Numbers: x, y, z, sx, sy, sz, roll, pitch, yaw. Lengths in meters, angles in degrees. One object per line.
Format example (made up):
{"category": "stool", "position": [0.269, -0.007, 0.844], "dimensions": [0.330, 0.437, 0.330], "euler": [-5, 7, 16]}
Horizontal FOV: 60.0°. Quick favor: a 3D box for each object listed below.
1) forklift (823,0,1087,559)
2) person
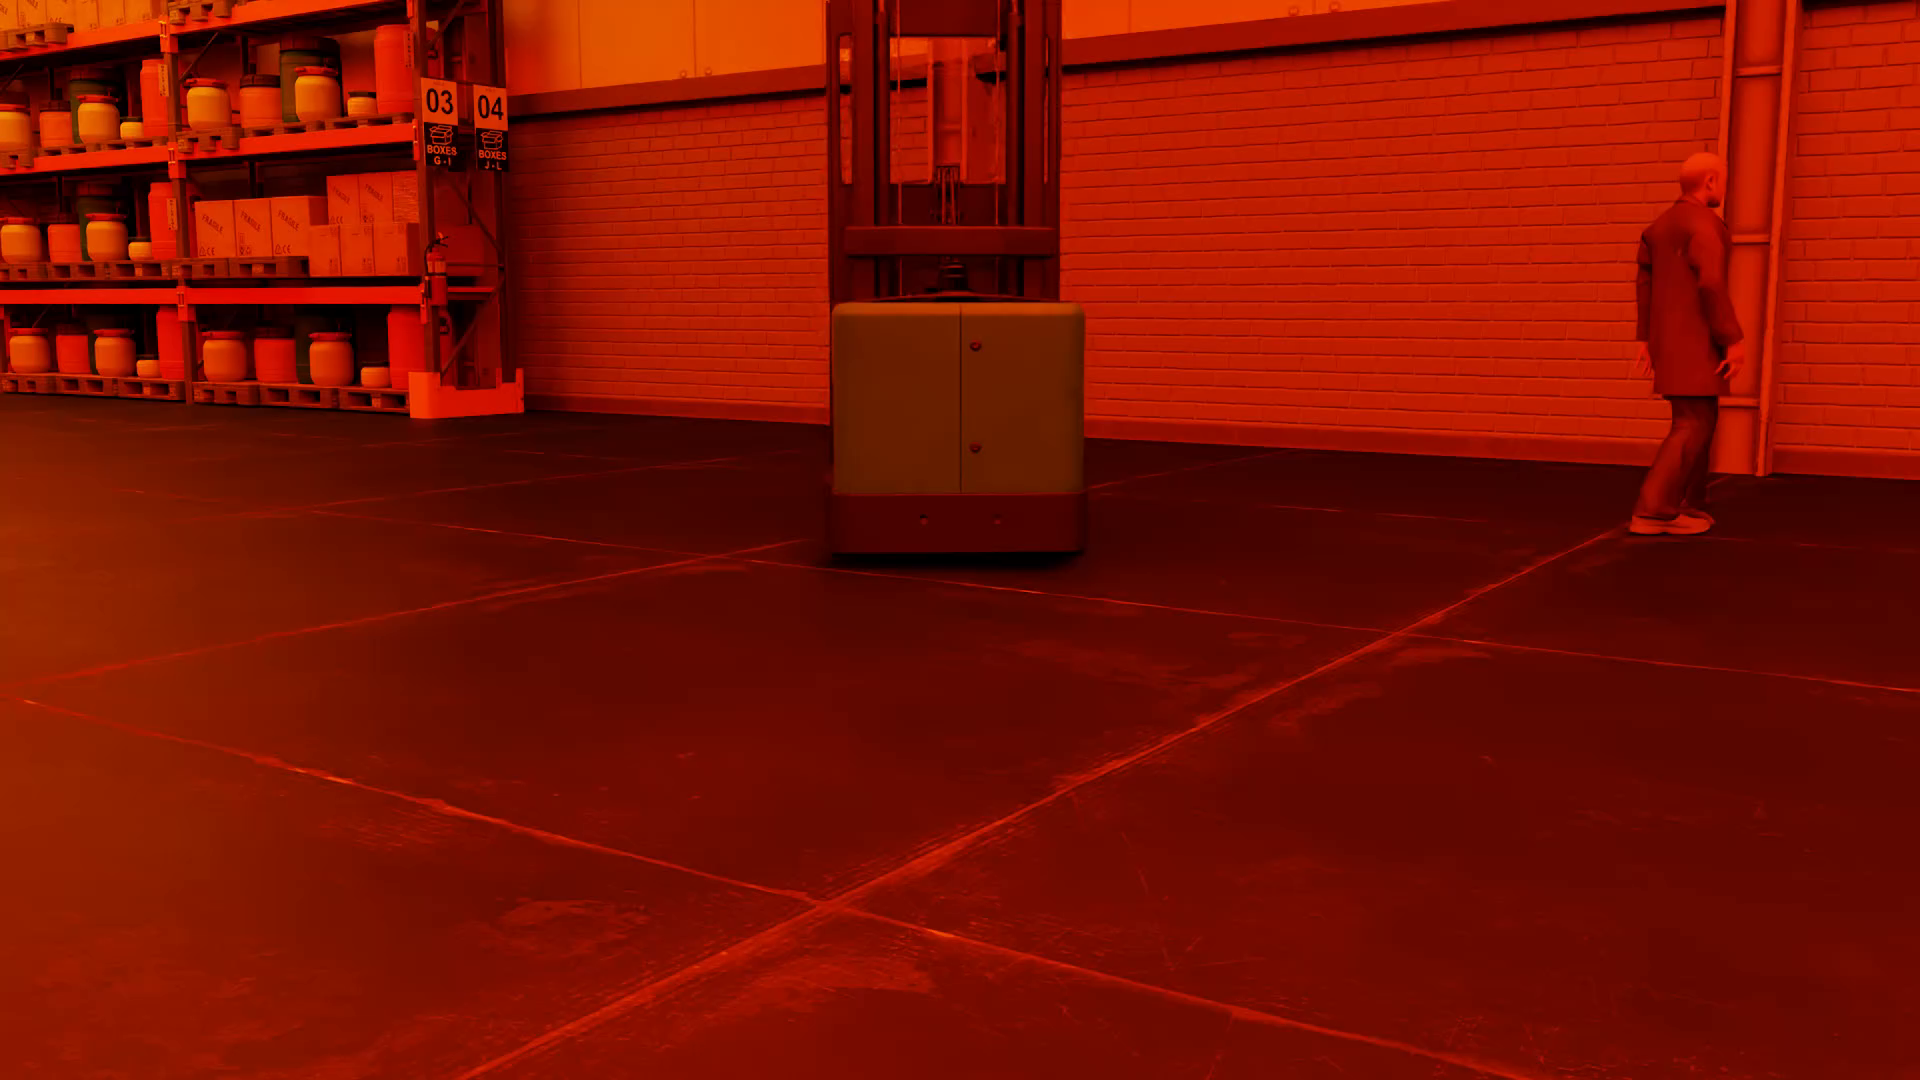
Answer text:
{"category": "forklift", "position": [-0.092, -1.510, 8.035], "dimensions": [1.129, 2.867, 3.031], "euler": [-1, 8, -4]}
{"category": "person", "position": [3.443, -0.882, 7.773], "dimensions": [0.623, 1.820, 0.645], "euler": [0, 8, -2]}
